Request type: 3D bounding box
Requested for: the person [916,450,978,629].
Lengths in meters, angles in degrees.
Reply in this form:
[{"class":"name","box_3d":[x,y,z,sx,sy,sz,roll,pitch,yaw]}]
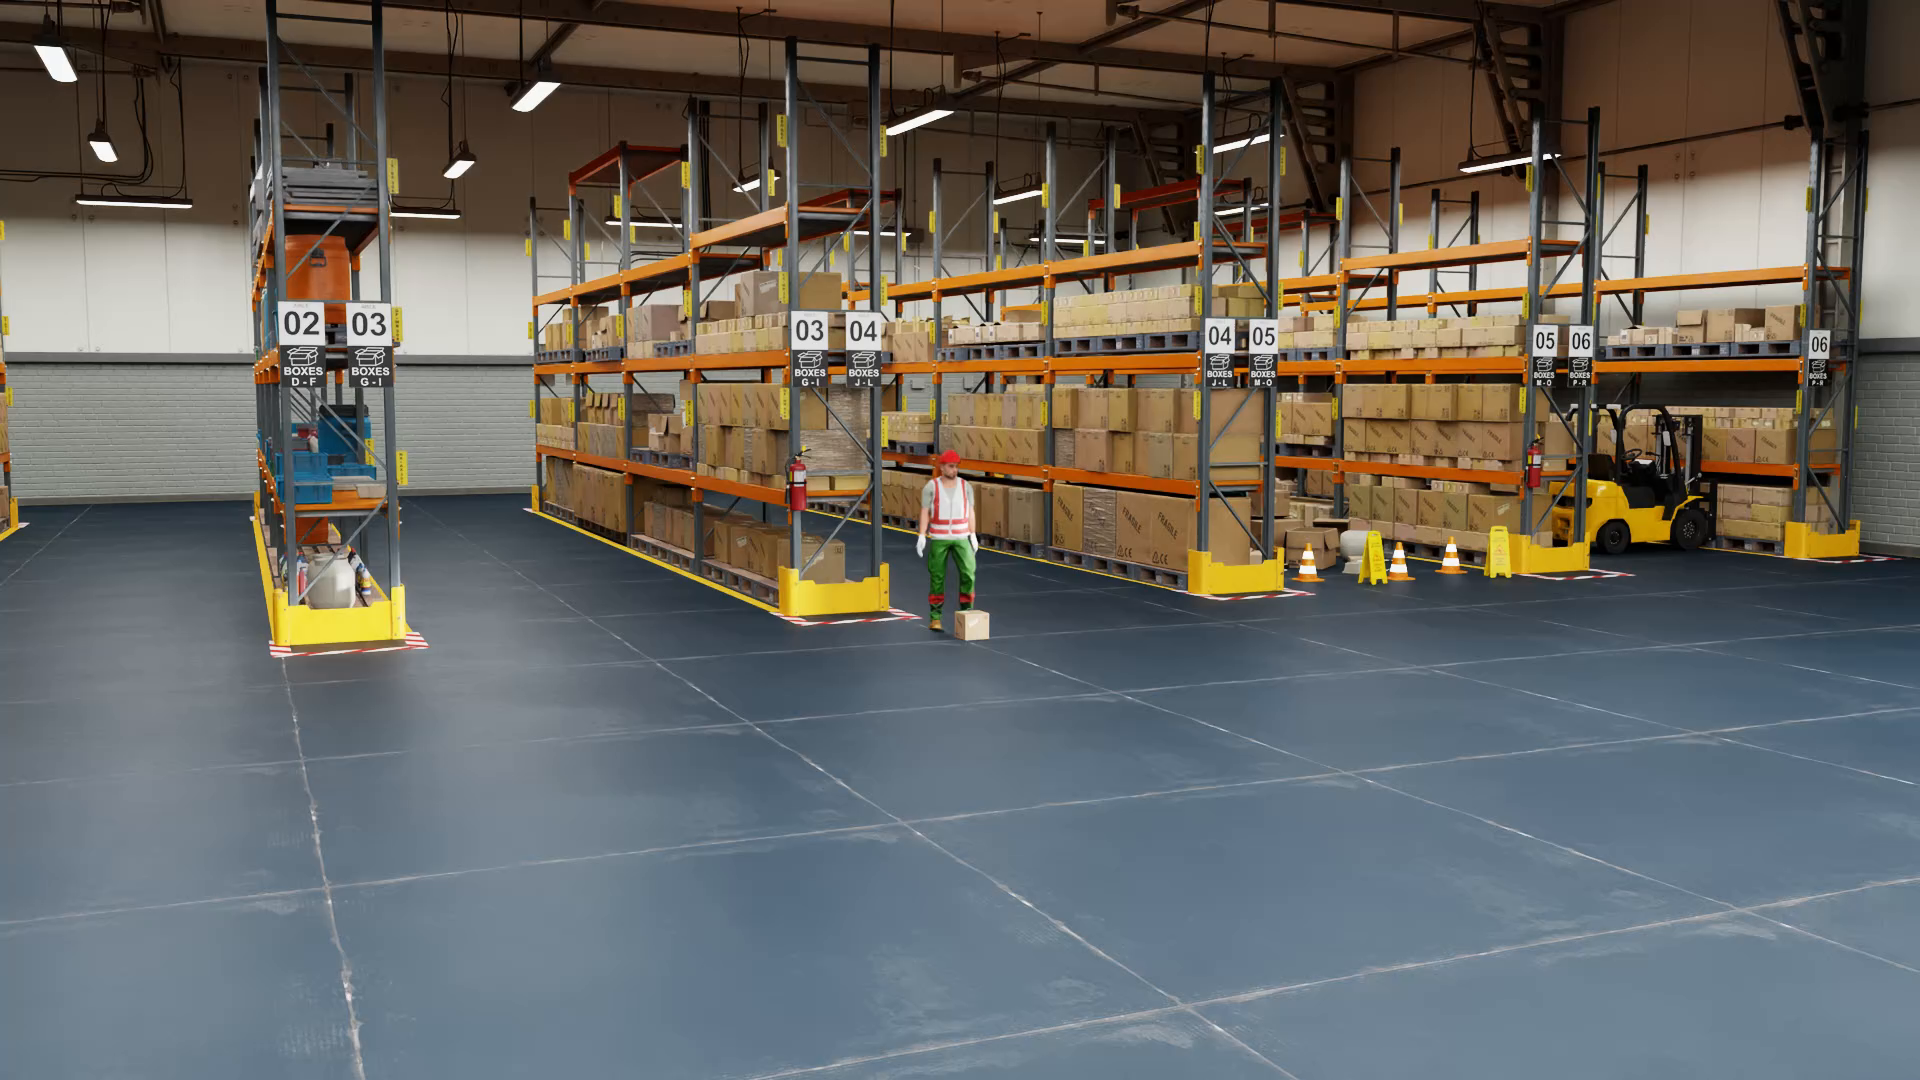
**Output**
[{"class":"person","box_3d":[-0.122,0.037,16.408,0.634,1.852,0.474,-1,5,-6]}]
